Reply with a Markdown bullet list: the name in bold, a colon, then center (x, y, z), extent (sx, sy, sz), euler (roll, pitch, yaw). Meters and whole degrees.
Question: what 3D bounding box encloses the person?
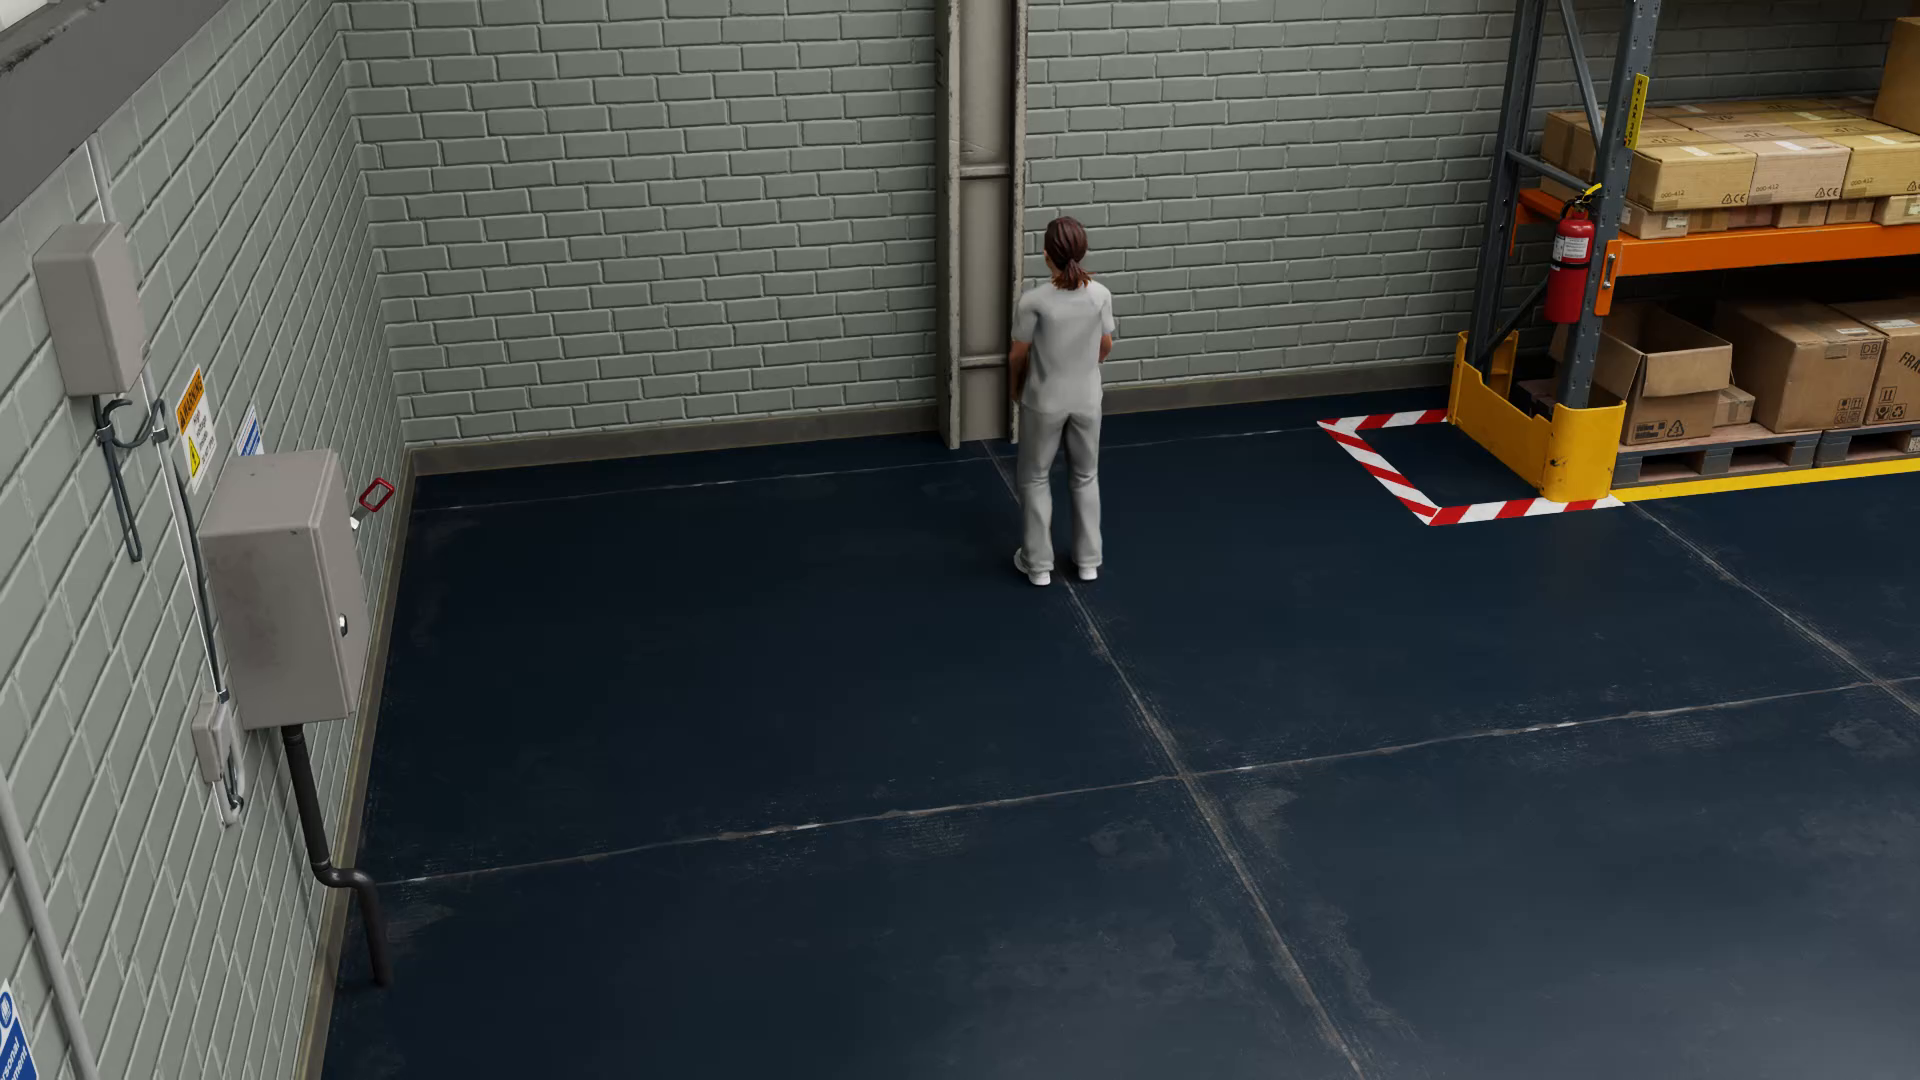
- **person**: center (0.428, -0.608, 7.318), extent (0.465, 1.675, 0.461), euler (-6, 28, -12)
